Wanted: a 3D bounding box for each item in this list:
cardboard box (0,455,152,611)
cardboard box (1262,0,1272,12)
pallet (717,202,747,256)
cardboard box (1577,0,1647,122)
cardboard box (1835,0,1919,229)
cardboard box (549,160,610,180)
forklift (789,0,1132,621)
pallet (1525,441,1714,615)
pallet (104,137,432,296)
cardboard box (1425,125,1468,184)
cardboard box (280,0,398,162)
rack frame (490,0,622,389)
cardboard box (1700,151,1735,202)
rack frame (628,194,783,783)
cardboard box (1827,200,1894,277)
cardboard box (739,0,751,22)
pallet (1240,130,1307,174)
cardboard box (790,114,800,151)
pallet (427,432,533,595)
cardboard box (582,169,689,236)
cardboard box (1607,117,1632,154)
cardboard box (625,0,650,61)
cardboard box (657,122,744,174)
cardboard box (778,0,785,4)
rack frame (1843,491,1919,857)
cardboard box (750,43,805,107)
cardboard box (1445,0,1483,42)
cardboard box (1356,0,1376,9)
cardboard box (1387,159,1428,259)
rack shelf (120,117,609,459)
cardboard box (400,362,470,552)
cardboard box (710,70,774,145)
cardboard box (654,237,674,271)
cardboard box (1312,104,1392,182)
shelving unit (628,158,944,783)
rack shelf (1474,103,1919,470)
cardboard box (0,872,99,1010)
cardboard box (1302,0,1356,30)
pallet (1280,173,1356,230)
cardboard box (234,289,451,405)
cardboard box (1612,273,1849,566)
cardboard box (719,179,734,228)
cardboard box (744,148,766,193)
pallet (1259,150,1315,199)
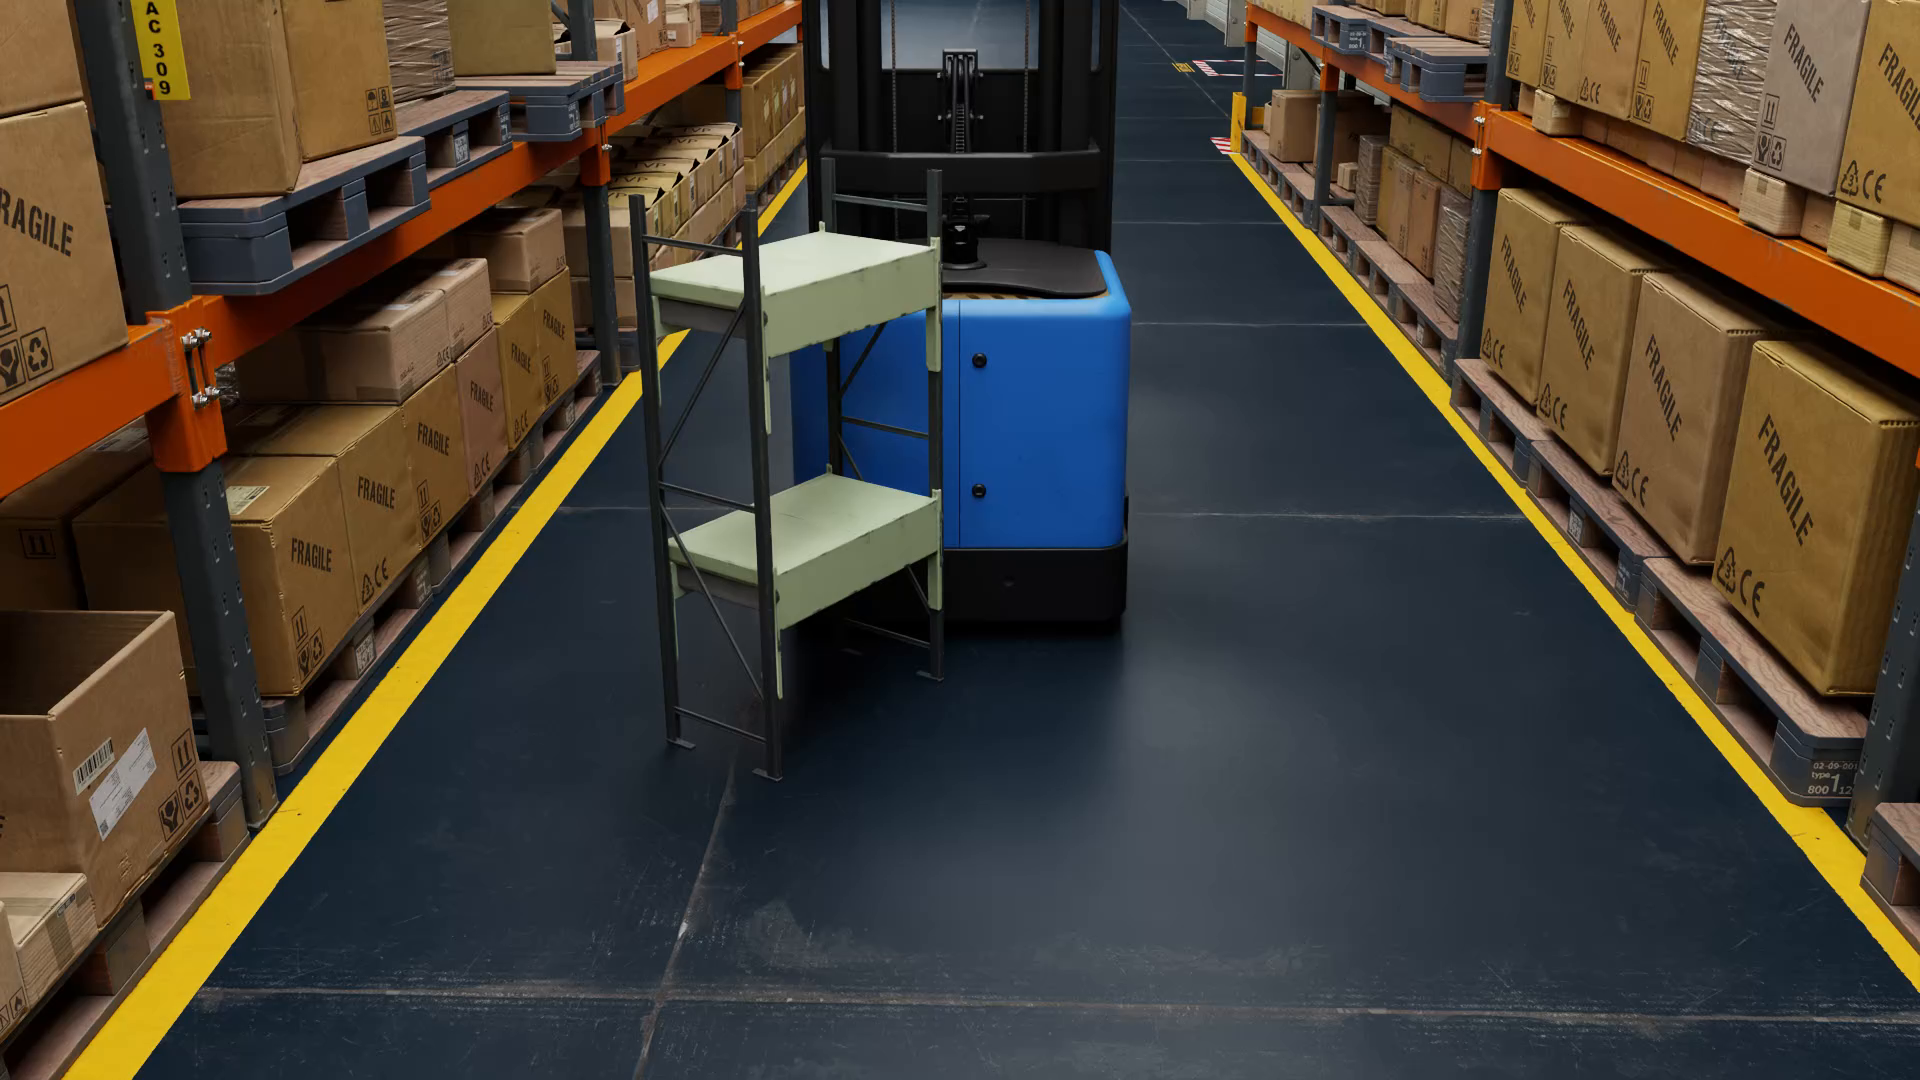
[{"bbox_3d":[-2.517,0.081,4.520,0.500,0.500,0.500,1,21,1],"label":"cardboard box"},{"bbox_3d":[2.716,-4.377,13.343,0.500,0.250,0.500,0,21,1],"label":"cardboard box"},{"bbox_3d":[-1.986,-2.023,10.951,1.003,0.211,1.213,1,21,2],"label":"pallet"},{"bbox_3d":[2.516,-1.744,5.799,0.500,0.500,0.500,1,21,1],"label":"cardboard box"},{"bbox_3d":[2.468,-1.008,3.904,0.500,0.500,0.500,0,21,1],"label":"cardboard box"},{"bbox_3d":[-2.309,-2.063,9.643,0.500,0.311,0.500,1,21,3],"label":"cardboard box"},{"bbox_3d":[0.001,-1.594,6.086,1.130,2.935,3.031,0,21,0],"label":"forklift"},{"bbox_3d":[2.688,-0.066,5.908,1.003,0.211,1.213,1,21,2],"label":"pallet"},{"bbox_3d":[-2.112,-0.895,4.456,1.003,0.211,1.213,1,21,2],"label":"pallet"},{"bbox_3d":[2.888,-2.132,9.188,0.500,0.250,0.500,1,21,1],"label":"cardboard box"},{"bbox_3d":[-2.050,-1.358,4.663,0.700,0.500,0.500,4,22,10],"label":"cardboard box"},{"bbox_3d":[-2.124,-2.144,7.407,1.000,3.000,0.127,1,21,2],"label":"rack frame"},{"bbox_3d":[2.516,-1.121,5.090,0.380,0.149,0.250,0,21,0],"label":"cardboard box"},{"bbox_3d":[-0.639,-0.103,4.221,0.400,1.500,0.023,14,25,32],"label":"rack frame"},{"bbox_3d":[2.417,-0.753,4.143,0.380,0.149,0.250,1,21,3],"label":"cardboard box"},{"bbox_3d":[-1.966,-4.169,12.489,0.700,0.500,0.500,1,21,2],"label":"cardboard box"},{"bbox_3d":[3.008,-3.362,14.402,1.003,0.211,1.213,1,21,2],"label":"pallet"},{"bbox_3d":[-1.618,-3.391,13.843,0.500,0.250,0.500,1,21,2],"label":"cardboard box"},{"bbox_3d":[-2.224,-0.134,6.083,1.003,0.211,1.213,1,21,2],"label":"pallet"},{"bbox_3d":[-1.789,-1.879,9.171,0.500,0.311,0.500,0,21,0],"label":"cardboard box"},{"bbox_3d":[2.593,-1.494,6.052,0.380,0.149,0.250,1,21,3],"label":"cardboard box"},{"bbox_3d":[-2.073,-2.987,9.443,0.500,0.500,0.500,1,21,2],"label":"cardboard box"},{"bbox_3d":[-1.728,-2.616,11.069,0.500,0.311,0.500,1,21,2],"label":"cardboard box"},{"bbox_3d":[-1.908,-4.914,14.409,0.700,0.500,0.500,1,21,2],"label":"cardboard box"},{"bbox_3d":[2.706,-0.644,3.542,1.000,3.000,0.127,1,21,2],"label":"rack frame"},{"bbox_3d":[-1.600,-4.102,14.639,0.500,0.500,0.500,1,21,2],"label":"cardboard box"},{"bbox_3d":[2.822,-2.715,8.132,0.700,0.500,0.500,-1,21,-3],"label":"cardboard box"},{"bbox_3d":[2.900,-3.605,10.426,0.700,0.500,0.500,1,21,2],"label":"cardboard box"},{"bbox_3d":[2.922,-1.939,9.726,0.700,0.500,0.500,1,21,2],"label":"cardboard box"},{"bbox_3d":[-2.185,-1.085,5.673,1.077,0.370,4.000,1,21,2],"label":"rack shelf"},{"bbox_3d":[-1.960,-0.283,5.459,0.500,0.500,0.500,1,21,2],"label":"cardboard box"},{"bbox_3d":[-1.668,-3.198,12.309,0.500,0.500,0.500,1,21,2],"label":"cardboard box"},{"bbox_3d":[-1.800,-1.425,8.776,0.500,0.250,0.500,0,21,0],"label":"cardboard box"},{"bbox_3d":[2.941,-2.952,12.338,0.500,0.500,0.500,-1,21,-2],"label":"cardboard box"},{"bbox_3d":[-0.428,-0.211,4.500,0.431,1.500,0.755,14,25,32],"label":"shelving unit"},{"bbox_3d":[2.767,-1.032,5.536,1.077,0.370,4.000,1,21,2],"label":"rack shelf"},{"bbox_3d":[-1.931,0.772,3.225,0.380,0.149,0.250,1,21,2],"label":"cardboard box"},{"bbox_3d":[2.661,-3.651,11.471,0.500,0.250,0.500,1,21,2],"label":"cardboard box"},{"bbox_3d":[2.934,-2.480,12.128,1.003,0.211,1.213,1,21,2],"label":"pallet"},{"bbox_3d":[-1.957,-0.620,5.292,0.500,0.250,0.500,1,21,2],"label":"cardboard box"},{"bbox_3d":[2.620,-0.396,5.293,0.750,0.750,0.750,1,21,3],"label":"cardboard box"},{"bbox_3d":[-1.742,-2.168,10.690,0.500,0.250,0.500,0,21,1],"label":"cardboard box"},{"bbox_3d":[-1.685,-2.668,11.979,0.500,0.250,0.500,1,21,2],"label":"cardboard box"},{"bbox_3d":[2.969,-2.922,13.268,1.003,0.211,1.213,1,21,2],"label":"pallet"}]
